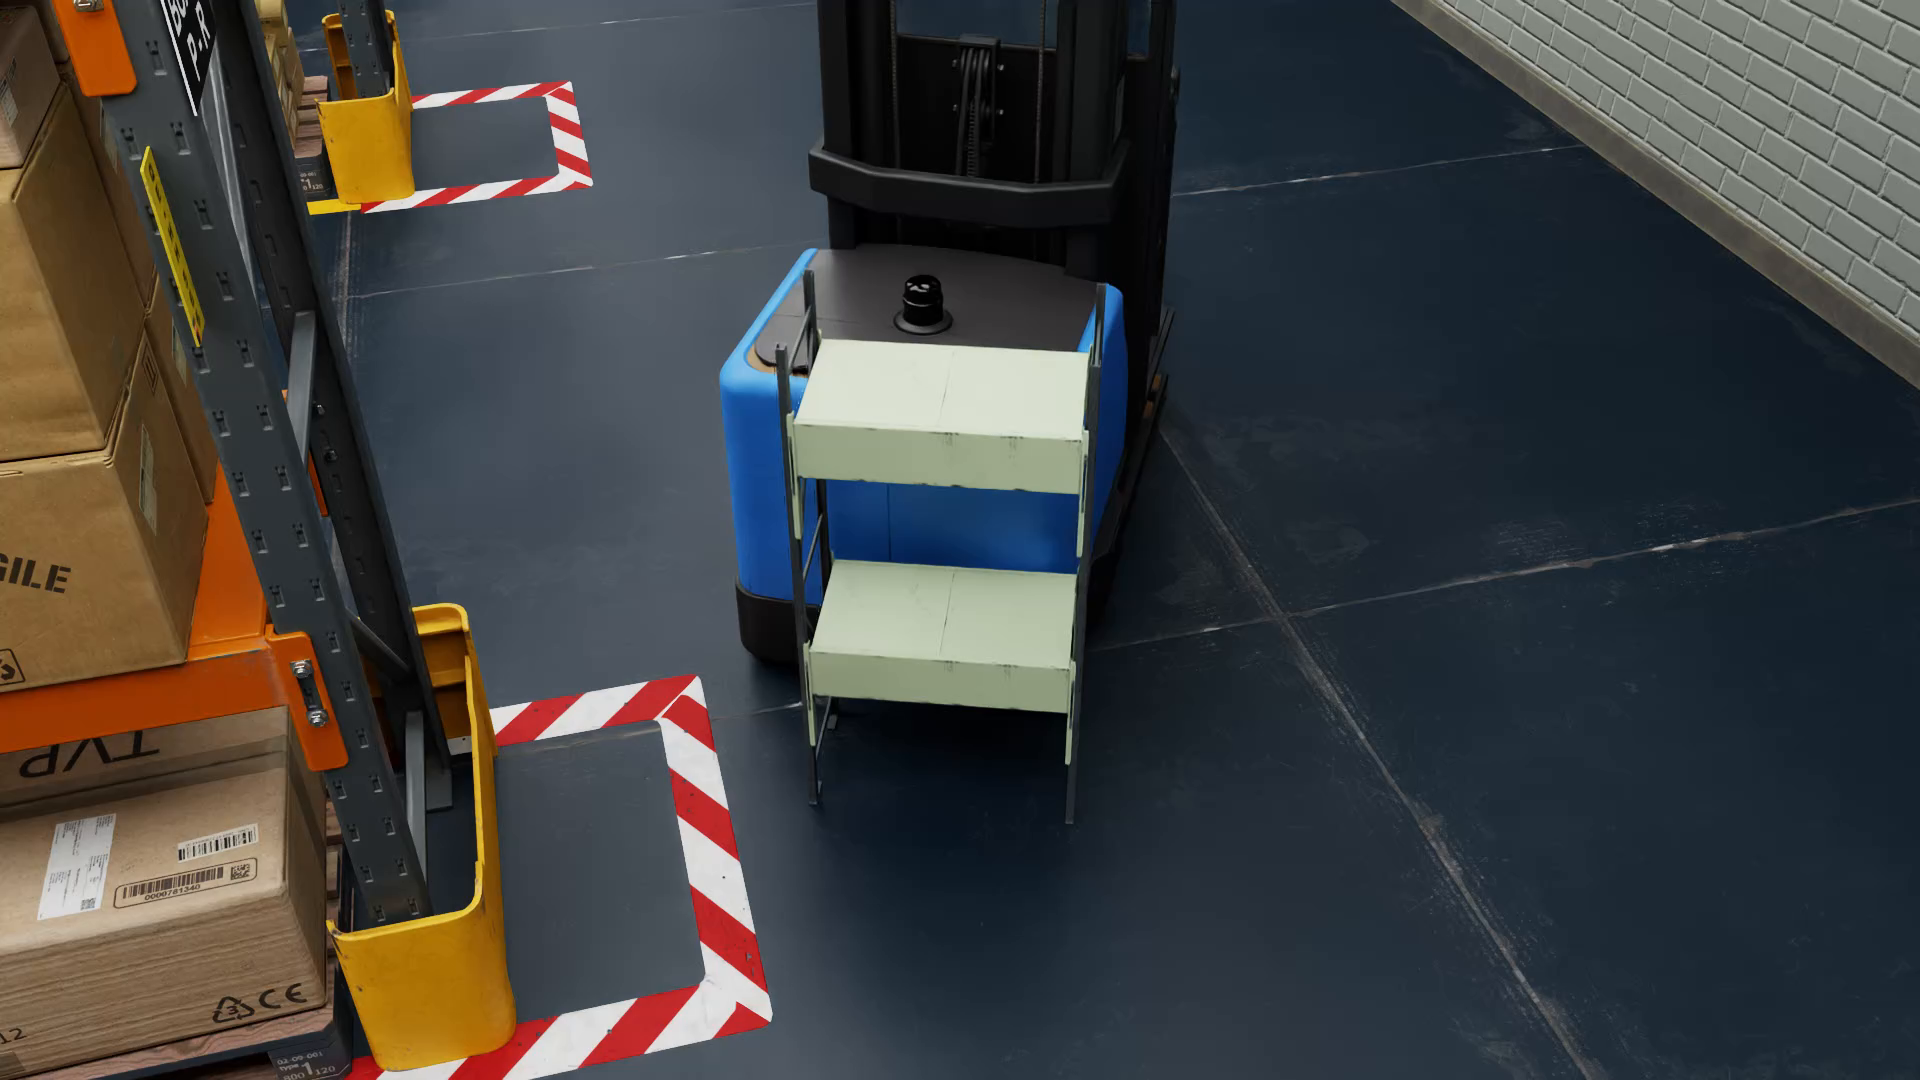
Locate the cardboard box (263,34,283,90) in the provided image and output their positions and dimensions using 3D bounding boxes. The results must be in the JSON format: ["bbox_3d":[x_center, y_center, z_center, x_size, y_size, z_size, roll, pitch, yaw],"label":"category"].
[{"bbox_3d":[-3.269,-2.177,7.638,0.250,0.149,0.380,-9,38,-11],"label":"cardboard box"}]

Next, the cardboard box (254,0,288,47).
[{"bbox_3d":[-3.418,-2.526,8.094,0.250,0.149,0.380,-11,39,-14],"label":"cardboard box"}]

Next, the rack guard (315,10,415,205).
[{"bbox_3d":[-2.897,-2.134,8.128,0.348,0.500,1.175,-9,38,-12],"label":"rack guard"}]

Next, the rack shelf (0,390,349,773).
[{"bbox_3d":[-3.366,0.351,3.414,4.000,0.370,1.077,-9,38,-12],"label":"rack shelf"}]

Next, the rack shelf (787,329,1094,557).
[{"bbox_3d":[-0.034,-0.250,4.197,0.720,0.370,0.431,4,37,5],"label":"rack shelf"}]

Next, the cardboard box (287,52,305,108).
[{"bbox_3d":[-3.413,-2.278,8.260,0.250,0.149,0.380,-9,38,-11],"label":"cardboard box"}]

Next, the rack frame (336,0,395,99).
[{"bbox_3d":[-2.824,-3.139,7.384,0.127,3.000,1.000,-9,38,-12],"label":"rack frame"}]

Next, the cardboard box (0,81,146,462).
[{"bbox_3d":[-1.839,-0.472,2.993,0.500,0.500,0.500,-8,38,-10],"label":"cardboard box"}]

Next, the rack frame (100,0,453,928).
[{"bbox_3d":[-1.435,-0.251,3.610,0.127,3.000,1.000,-9,38,-12],"label":"rack frame"}]

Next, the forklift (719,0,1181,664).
[{"bbox_3d":[0.174,-1.569,5.389,1.130,2.935,3.031,9,38,11],"label":"forklift"}]

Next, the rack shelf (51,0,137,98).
[{"bbox_3d":[-3.366,-0.840,2.503,4.000,0.370,1.077,-9,38,-12],"label":"rack shelf"}]

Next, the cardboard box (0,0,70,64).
[{"bbox_3d":[-1.850,-1.052,3.217,0.250,0.149,0.380,-9,38,-11],"label":"cardboard box"}]

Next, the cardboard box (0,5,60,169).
[{"bbox_3d":[-1.730,-0.771,2.851,0.250,0.149,0.380,-9,38,-11],"label":"cardboard box"}]

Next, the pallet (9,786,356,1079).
[{"bbox_3d":[-2.187,1.029,4.231,1.213,0.211,1.003,-9,38,-12],"label":"pallet"}]

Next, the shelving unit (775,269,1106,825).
[{"bbox_3d":[-0.035,0.062,4.432,0.755,1.500,0.431,4,37,5],"label":"shelving unit"}]

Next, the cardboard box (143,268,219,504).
[{"bbox_3d":[-1.974,-0.383,3.700,0.500,0.500,0.500,-10,38,-12],"label":"cardboard box"}]

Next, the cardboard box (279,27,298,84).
[{"bbox_3d":[-3.396,-2.359,8.121,0.250,0.149,0.380,-8,38,-10],"label":"cardboard box"}]

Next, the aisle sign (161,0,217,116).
[{"bbox_3d":[-1.285,-1.113,2.597,0.004,0.787,0.394,-9,38,-12],"label":"aisle sign"}]

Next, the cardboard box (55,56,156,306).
[{"bbox_3d":[-1.973,-0.779,3.395,0.500,0.500,0.500,-10,39,-13],"label":"cardboard box"}]

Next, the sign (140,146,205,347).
[{"bbox_3d":[-1.307,-0.485,2.767,0.005,0.325,0.100,-9,38,-12],"label":"sign"}]

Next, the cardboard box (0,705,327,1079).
[{"bbox_3d":[-2.047,0.763,4.047,0.875,0.438,0.875,-11,39,-13],"label":"cardboard box"}]

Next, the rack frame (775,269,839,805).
[{"bbox_3d":[-0.399,0.039,4.461,0.023,1.500,0.400,4,37,5],"label":"rack frame"}]

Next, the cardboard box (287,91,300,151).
[{"bbox_3d":[-3.277,-1.968,7.854,0.250,0.149,0.380,-9,38,-11],"label":"cardboard box"}]

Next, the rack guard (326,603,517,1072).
[{"bbox_3d":[-1.412,0.738,4.374,0.348,0.500,1.175,-9,38,-12],"label":"rack guard"}]

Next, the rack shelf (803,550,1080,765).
[{"bbox_3d":[-0.035,0.322,4.627,0.720,0.370,0.431,4,37,5],"label":"rack shelf"}]

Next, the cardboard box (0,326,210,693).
[{"bbox_3d":[-1.832,-0.059,3.276,0.500,0.500,0.500,-9,38,-12],"label":"cardboard box"}]

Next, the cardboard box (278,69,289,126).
[{"bbox_3d":[-3.259,-2.040,7.704,0.250,0.149,0.380,-10,39,-13],"label":"cardboard box"}]

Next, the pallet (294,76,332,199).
[{"bbox_3d":[-3.691,-1.911,8.075,1.213,0.211,1.003,-9,38,-12],"label":"pallet"}]

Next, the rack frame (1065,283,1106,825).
[{"bbox_3d":[0.330,0.085,4.402,0.023,1.500,0.400,4,37,5],"label":"rack frame"}]
